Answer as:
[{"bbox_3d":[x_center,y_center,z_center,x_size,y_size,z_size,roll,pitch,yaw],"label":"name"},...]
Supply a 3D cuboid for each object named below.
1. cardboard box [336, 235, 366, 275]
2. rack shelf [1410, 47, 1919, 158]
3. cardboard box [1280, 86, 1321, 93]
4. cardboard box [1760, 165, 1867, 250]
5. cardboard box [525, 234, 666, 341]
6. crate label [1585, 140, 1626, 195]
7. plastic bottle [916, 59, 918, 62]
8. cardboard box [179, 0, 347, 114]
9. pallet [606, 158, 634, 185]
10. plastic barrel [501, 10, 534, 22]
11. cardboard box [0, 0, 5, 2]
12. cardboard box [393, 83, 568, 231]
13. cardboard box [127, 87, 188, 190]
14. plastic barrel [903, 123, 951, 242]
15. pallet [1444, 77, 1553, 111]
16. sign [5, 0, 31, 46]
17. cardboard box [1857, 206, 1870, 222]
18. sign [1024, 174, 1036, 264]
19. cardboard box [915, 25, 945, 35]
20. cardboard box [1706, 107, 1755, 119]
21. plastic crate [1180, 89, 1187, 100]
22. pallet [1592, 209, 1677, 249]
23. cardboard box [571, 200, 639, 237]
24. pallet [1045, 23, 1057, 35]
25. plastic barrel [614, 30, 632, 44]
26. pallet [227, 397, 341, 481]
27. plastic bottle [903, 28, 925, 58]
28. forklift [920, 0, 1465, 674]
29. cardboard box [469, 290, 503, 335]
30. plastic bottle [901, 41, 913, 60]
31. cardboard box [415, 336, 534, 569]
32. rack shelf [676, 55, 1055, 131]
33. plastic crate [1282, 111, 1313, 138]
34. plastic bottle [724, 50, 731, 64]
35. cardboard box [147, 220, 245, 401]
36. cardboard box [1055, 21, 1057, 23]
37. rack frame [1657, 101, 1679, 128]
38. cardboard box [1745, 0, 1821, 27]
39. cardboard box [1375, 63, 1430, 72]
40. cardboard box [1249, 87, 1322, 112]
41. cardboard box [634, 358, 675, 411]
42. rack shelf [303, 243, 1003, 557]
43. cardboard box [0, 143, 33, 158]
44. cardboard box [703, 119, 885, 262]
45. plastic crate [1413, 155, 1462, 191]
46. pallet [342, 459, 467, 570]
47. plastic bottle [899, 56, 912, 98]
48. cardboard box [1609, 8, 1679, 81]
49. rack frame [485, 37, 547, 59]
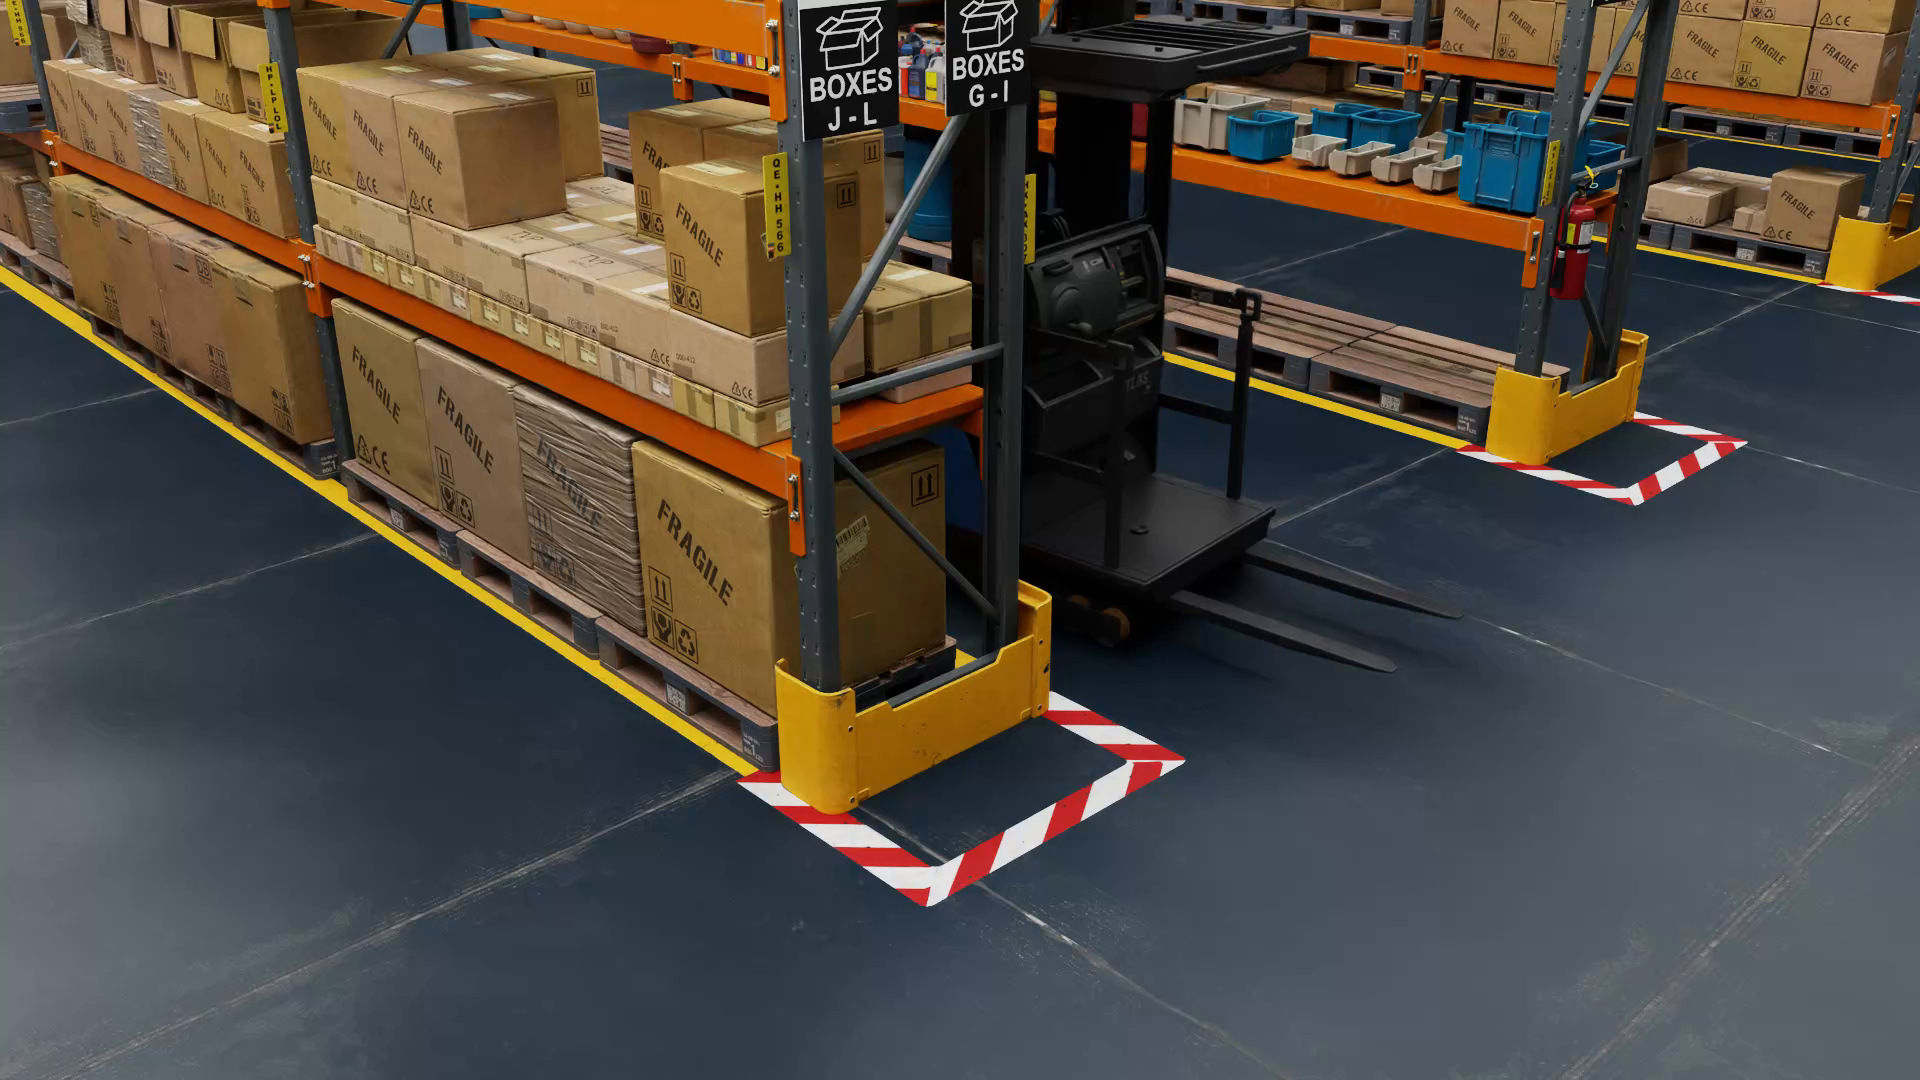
[{"bbox_3d":[-2.767,-1.411,8.031,0.250,0.149,0.380,23,33,40],"label":"cardboard box"},{"bbox_3d":[5.695,-3.665,13.535,1.077,0.370,4.000,-21,32,-38],"label":"rack shelf"},{"bbox_3d":[3.466,-4.188,16.298,0.500,0.500,0.500,-21,32,-38],"label":"cardboard box"},{"bbox_3d":[6.510,-2.544,12.693,0.500,0.500,0.500,-21,32,-38],"label":"cardboard box"},{"bbox_3d":[-1.391,-1.023,6.701,0.500,0.250,0.500,22,33,40],"label":"cardboard box"},{"bbox_3d":[3.515,-2.101,9.371,0.416,0.233,0.303,-21,32,-38],"label":"crate label"},{"bbox_3d":[-0.312,-3.467,12.392,0.097,0.271,0.097,0,25,0],"label":"plastic bottle"},{"bbox_3d":[-3.809,-2.693,9.210,0.797,0.503,0.637,-21,32,-38],"label":"cardboard box"},{"bbox_3d":[-2.526,-3.383,15.410,1.003,0.211,1.213,-21,32,-38],"label":"pallet"},{"bbox_3d":[-4.265,-5.327,16.150,0.433,0.535,0.433,0,25,0],"label":"plastic barrel"},{"bbox_3d":[-7.122,-3.951,12.667,0.797,0.503,0.637,-17,30,-33],"label":"cardboard box"},{"bbox_3d":[-2.075,-1.672,7.219,0.500,0.500,0.500,-22,33,-40],"label":"cardboard box"},{"bbox_3d":[-4.459,-2.360,9.688,0.500,0.500,0.500,-21,32,-38],"label":"cardboard box"},{"bbox_3d":[-0.134,-2.814,12.827,0.600,0.901,0.708,-21,32,-38],"label":"plastic barrel"},{"bbox_3d":[6.521,-5.318,19.652,1.003,0.211,1.213,-21,32,-38],"label":"pallet"},{"bbox_3d":[-6.030,-3.334,10.646,0.100,0.325,0.005,-21,32,-38],"label":"sign"},{"bbox_3d":[7.026,-2.513,13.050,0.380,0.149,0.250,-21,32,-38],"label":"cardboard box"},{"bbox_3d":[0.237,-1.162,6.045,0.100,0.325,0.005,-21,32,-38],"label":"sign"},{"bbox_3d":[-0.294,-6.020,19.962,0.500,0.311,0.500,-20,31,-37],"label":"cardboard box"},{"bbox_3d":[8.377,-4.802,17.669,0.700,0.500,0.500,-21,32,-38],"label":"cardboard box"},{"bbox_3d":[1.277,-3.169,11.530,0.392,0.384,0.575,-21,32,-38],"label":"plastic crate"},{"bbox_3d":[5.634,-2.751,14.026,1.003,0.211,1.213,-21,32,-38],"label":"pallet"},{"bbox_3d":[-1.364,-1.331,7.377,0.500,0.250,0.500,-22,32,-39],"label":"cardboard box"},{"bbox_3d":[1.988,-7.353,24.113,1.003,0.211,1.213,-21,32,-38],"label":"pallet"},{"bbox_3d":[-2.884,-4.708,14.820,0.421,0.512,0.421,0,25,0],"label":"plastic barrel"},{"bbox_3d":[-3.488,-0.732,9.601,1.003,0.211,1.213,-21,32,-38],"label":"pallet"},{"bbox_3d":[-0.360,-3.879,13.198,0.144,0.351,0.185,-21,32,-38],"label":"plastic bottle"},{"bbox_3d":[0.764,-1.117,7.168,3.031,2.935,1.130,19,31,36],"label":"forklift"},{"bbox_3d":[-1.880,-1.019,7.171,0.380,0.149,0.250,-22,33,-40],"label":"cardboard box"},{"bbox_3d":[-0.418,-3.795,13.110,0.097,0.271,0.097,0,25,0],"label":"plastic bottle"},{"bbox_3d":[-1.898,-0.518,7.825,0.875,0.875,0.875,-21,32,-38],"label":"cardboard box"},{"bbox_3d":[-0.658,-3.472,13.114,1.077,0.370,4.000,-21,32,-38],"label":"rack shelf"},{"bbox_3d":[2.119,-2.659,10.709,0.293,0.136,0.466,-21,32,-38],"label":"plastic crate"},{"bbox_3d":[-1.905,-4.081,13.737,0.097,0.271,0.097,0,25,0],"label":"plastic bottle"},{"bbox_3d":[-3.969,-1.472,9.916,0.875,0.875,1.225,22,33,40],"label":"cardboard box"},{"bbox_3d":[1.735,-7.794,24.202,0.500,0.500,0.500,21,32,38],"label":"cardboard box"},{"bbox_3d":[7.941,-6.004,17.797,1.000,3.000,0.127,-21,32,-38],"label":"rack frame"},{"bbox_3d":[6.211,-4.096,12.289,0.500,0.500,0.500,-20,31,-37],"label":"cardboard box"},{"bbox_3d":[5.614,-6.169,20.243,0.750,0.750,0.750,-22,32,-39],"label":"cardboard box"},{"bbox_3d":[3.107,-4.033,15.958,0.500,0.500,0.500,-21,32,-38],"label":"cardboard box"},{"bbox_3d":[-1.006,-0.632,6.324,0.380,0.149,0.250,-21,32,-38],"label":"cardboard box"},{"bbox_3d":[-1.539,-0.855,7.378,1.077,0.370,4.000,-21,32,-38],"label":"rack shelf"},{"bbox_3d":[-7.658,-2.933,13.547,0.700,0.500,0.500,-21,32,-39],"label":"cardboard box"},{"bbox_3d":[-0.645,-1.359,6.533,0.500,0.500,0.500,-22,33,-40],"label":"cardboard box"},{"bbox_3d":[2.754,-2.085,9.451,0.396,0.136,0.243,-21,32,-38],"label":"plastic crate"},{"bbox_3d":[-2.443,-0.267,8.582,1.003,0.211,1.213,-21,32,-38],"label":"pallet"},{"bbox_3d":[-0.390,-3.428,12.301,0.152,0.276,0.135,-21,32,-38],"label":"plastic bottle"},{"bbox_3d":[5.518,-3.951,13.177,0.500,0.500,0.500,-22,32,-39],"label":"cardboard box"},{"bbox_3d":[-4.759,-5.617,16.950,1.000,3.000,0.127,-21,32,-38],"label":"rack frame"}]
